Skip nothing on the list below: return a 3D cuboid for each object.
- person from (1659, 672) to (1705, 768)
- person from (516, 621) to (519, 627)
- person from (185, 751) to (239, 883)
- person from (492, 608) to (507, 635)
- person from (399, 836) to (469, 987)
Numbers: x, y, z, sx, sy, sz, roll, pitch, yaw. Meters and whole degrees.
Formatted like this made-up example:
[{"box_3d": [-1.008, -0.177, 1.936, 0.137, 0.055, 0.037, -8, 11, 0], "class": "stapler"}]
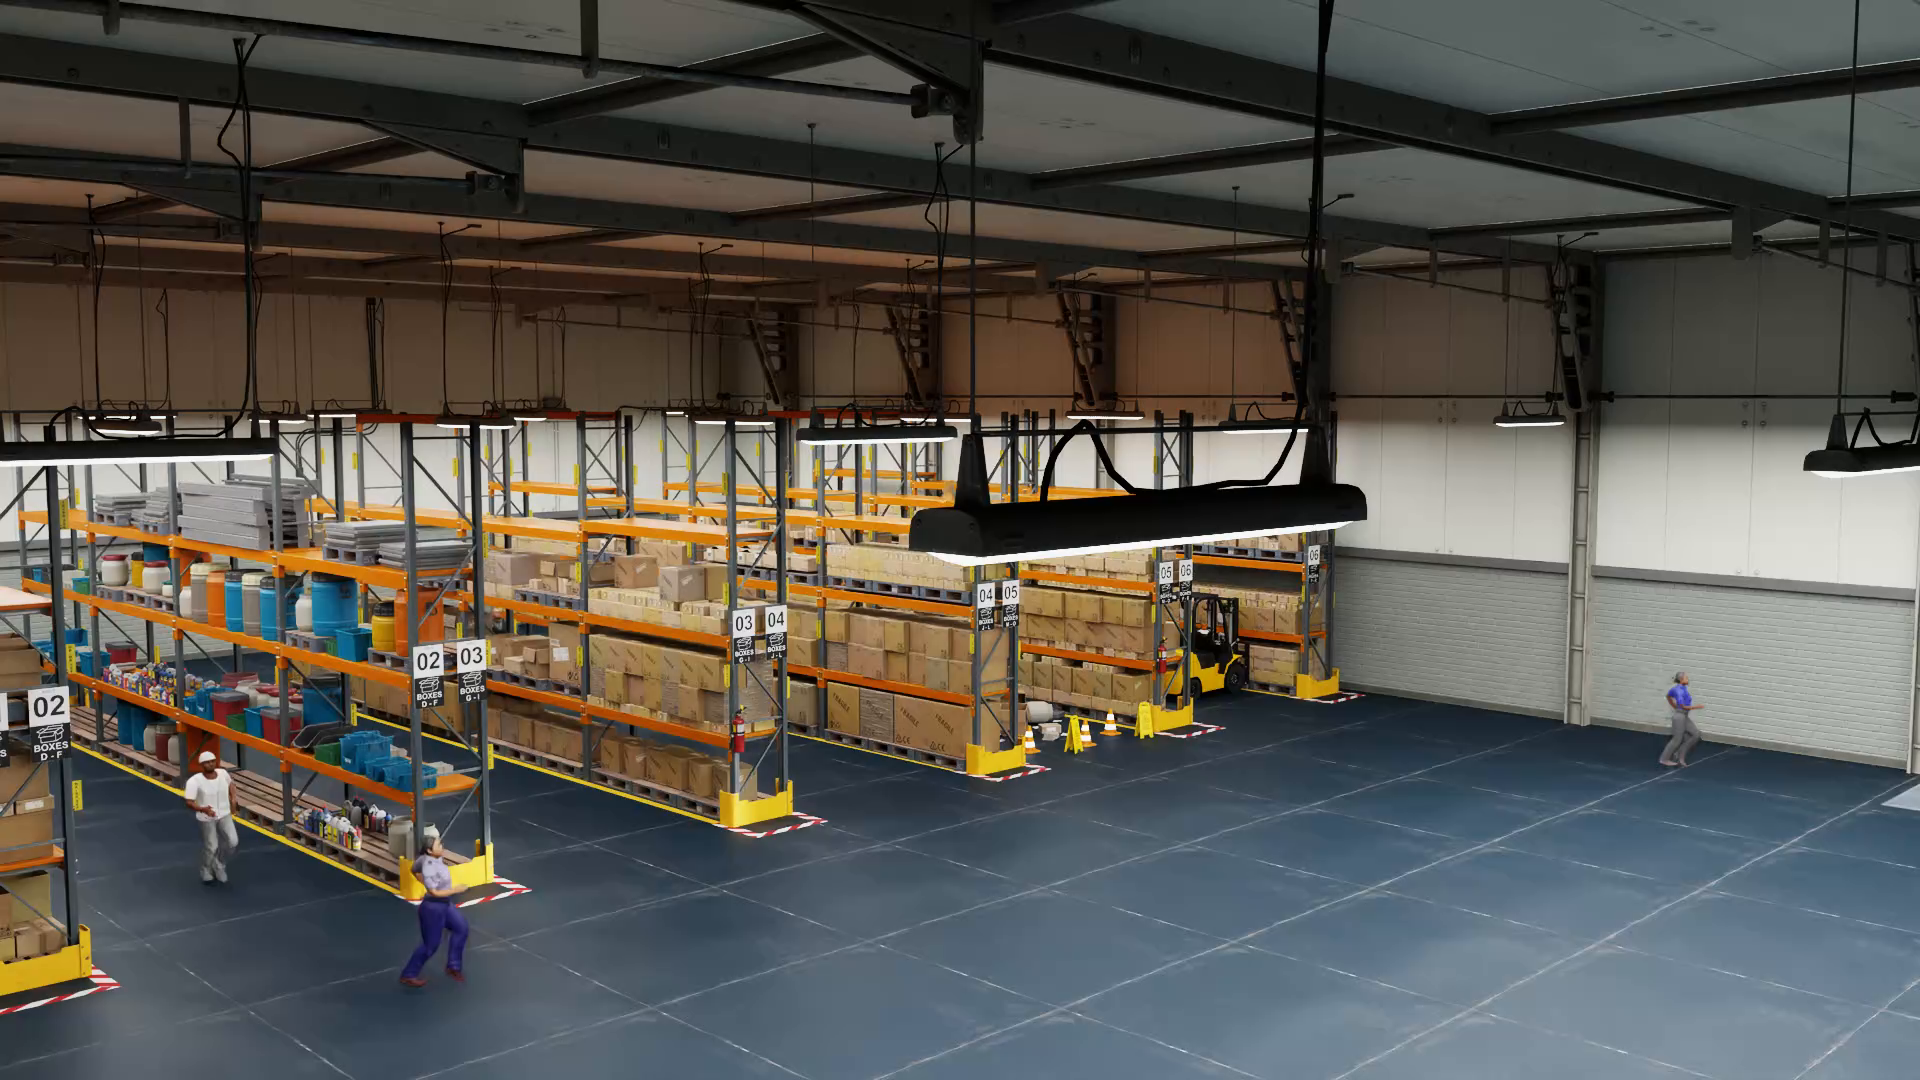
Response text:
[{"box_3d": [12.275, 3.059, 28.244, 0.678, 1.664, 0.544, 3, 6, 27], "class": "person"}, {"box_3d": [-11.059, 1.961, 40.949, 1.091, 1.625, 0.760, 0, 5, 3], "class": "person"}, {"box_3d": [-9.658, 3.595, 21.556, 0.653, 1.737, 0.712, 4, 7, 41], "class": "person"}, {"box_3d": [-10.144, 2.328, 36.512, 0.668, 1.690, 0.661, -3, 6, -35], "class": "person"}, {"box_3d": [-5.639, 3.990, 17.826, 0.733, 1.683, 0.608, -1, 5, -11], "class": "person"}]
